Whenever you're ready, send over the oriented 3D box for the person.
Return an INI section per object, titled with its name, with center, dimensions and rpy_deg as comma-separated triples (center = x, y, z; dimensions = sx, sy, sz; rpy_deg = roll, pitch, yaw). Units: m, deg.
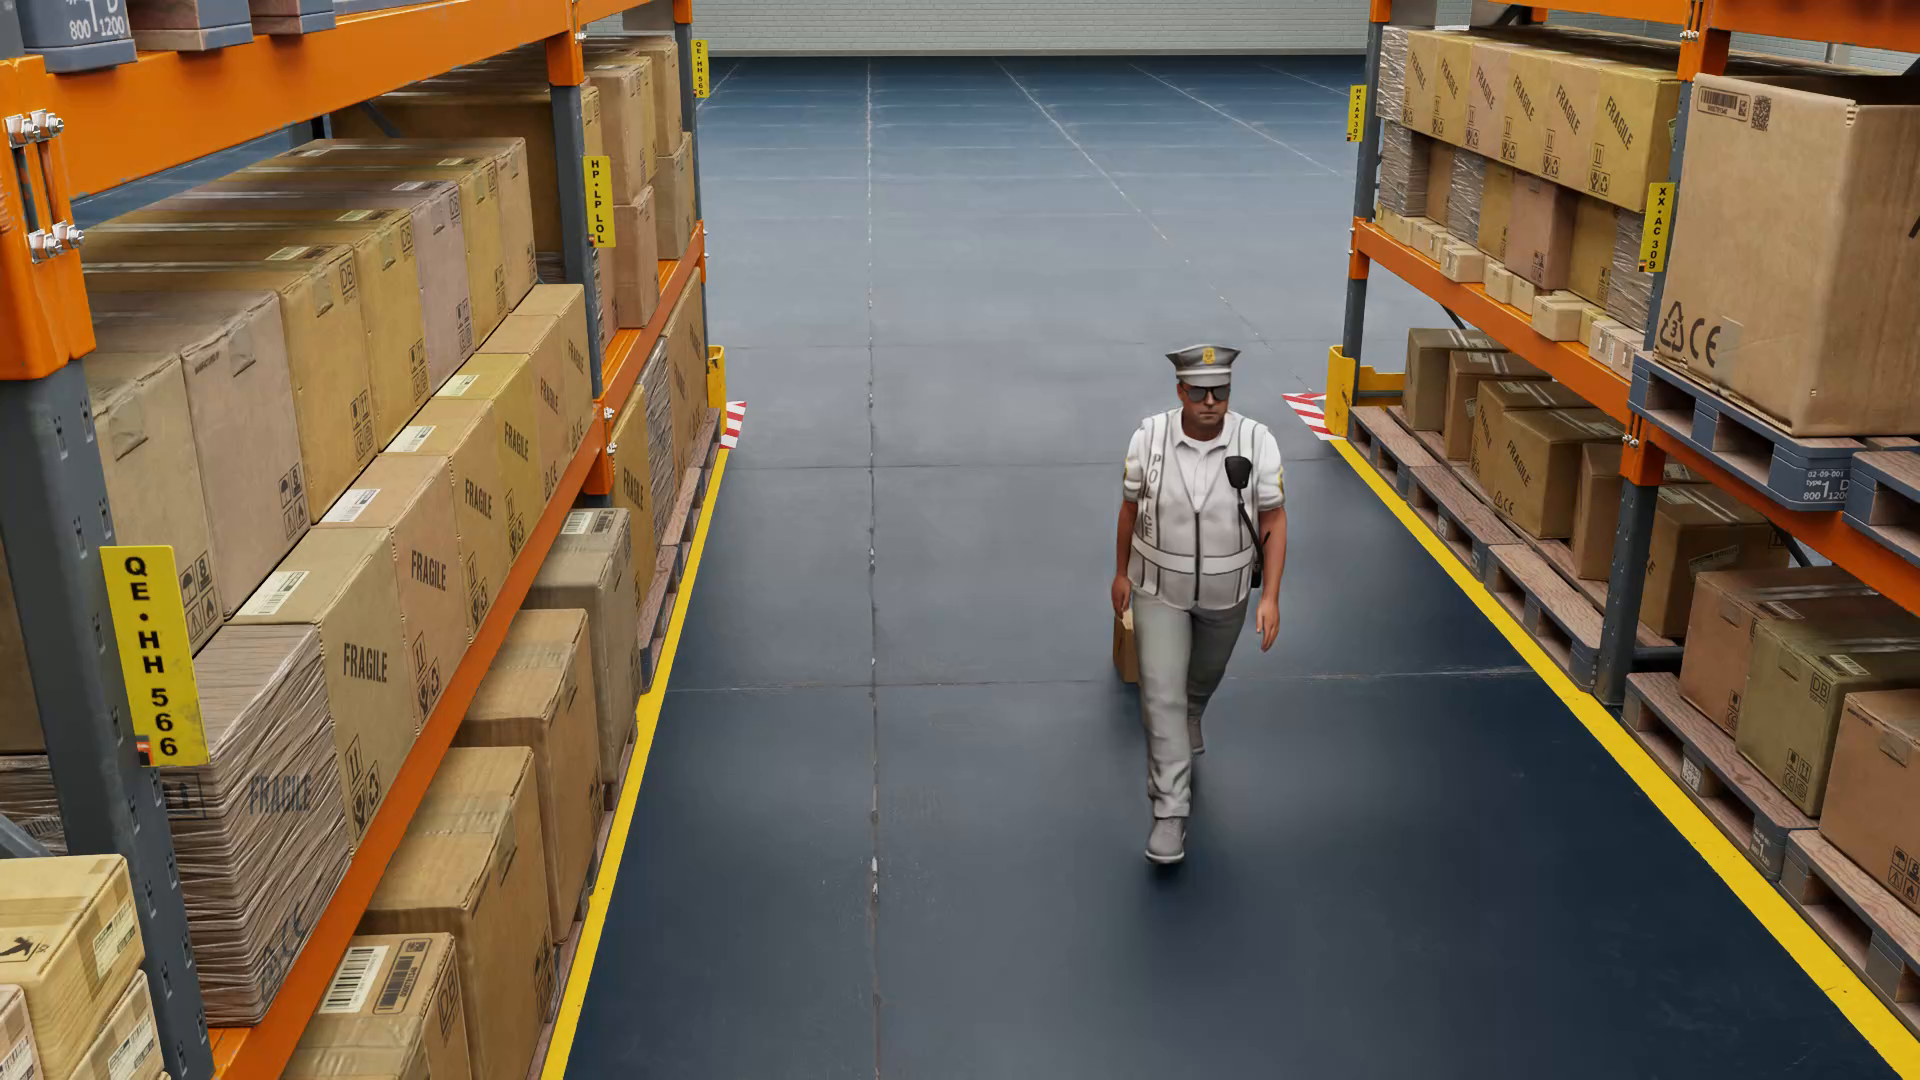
[person]
center = 0.814, 0.138, 5.691
dimensions = 0.566, 1.710, 1.077
rpy_deg = 0, 20, 1
